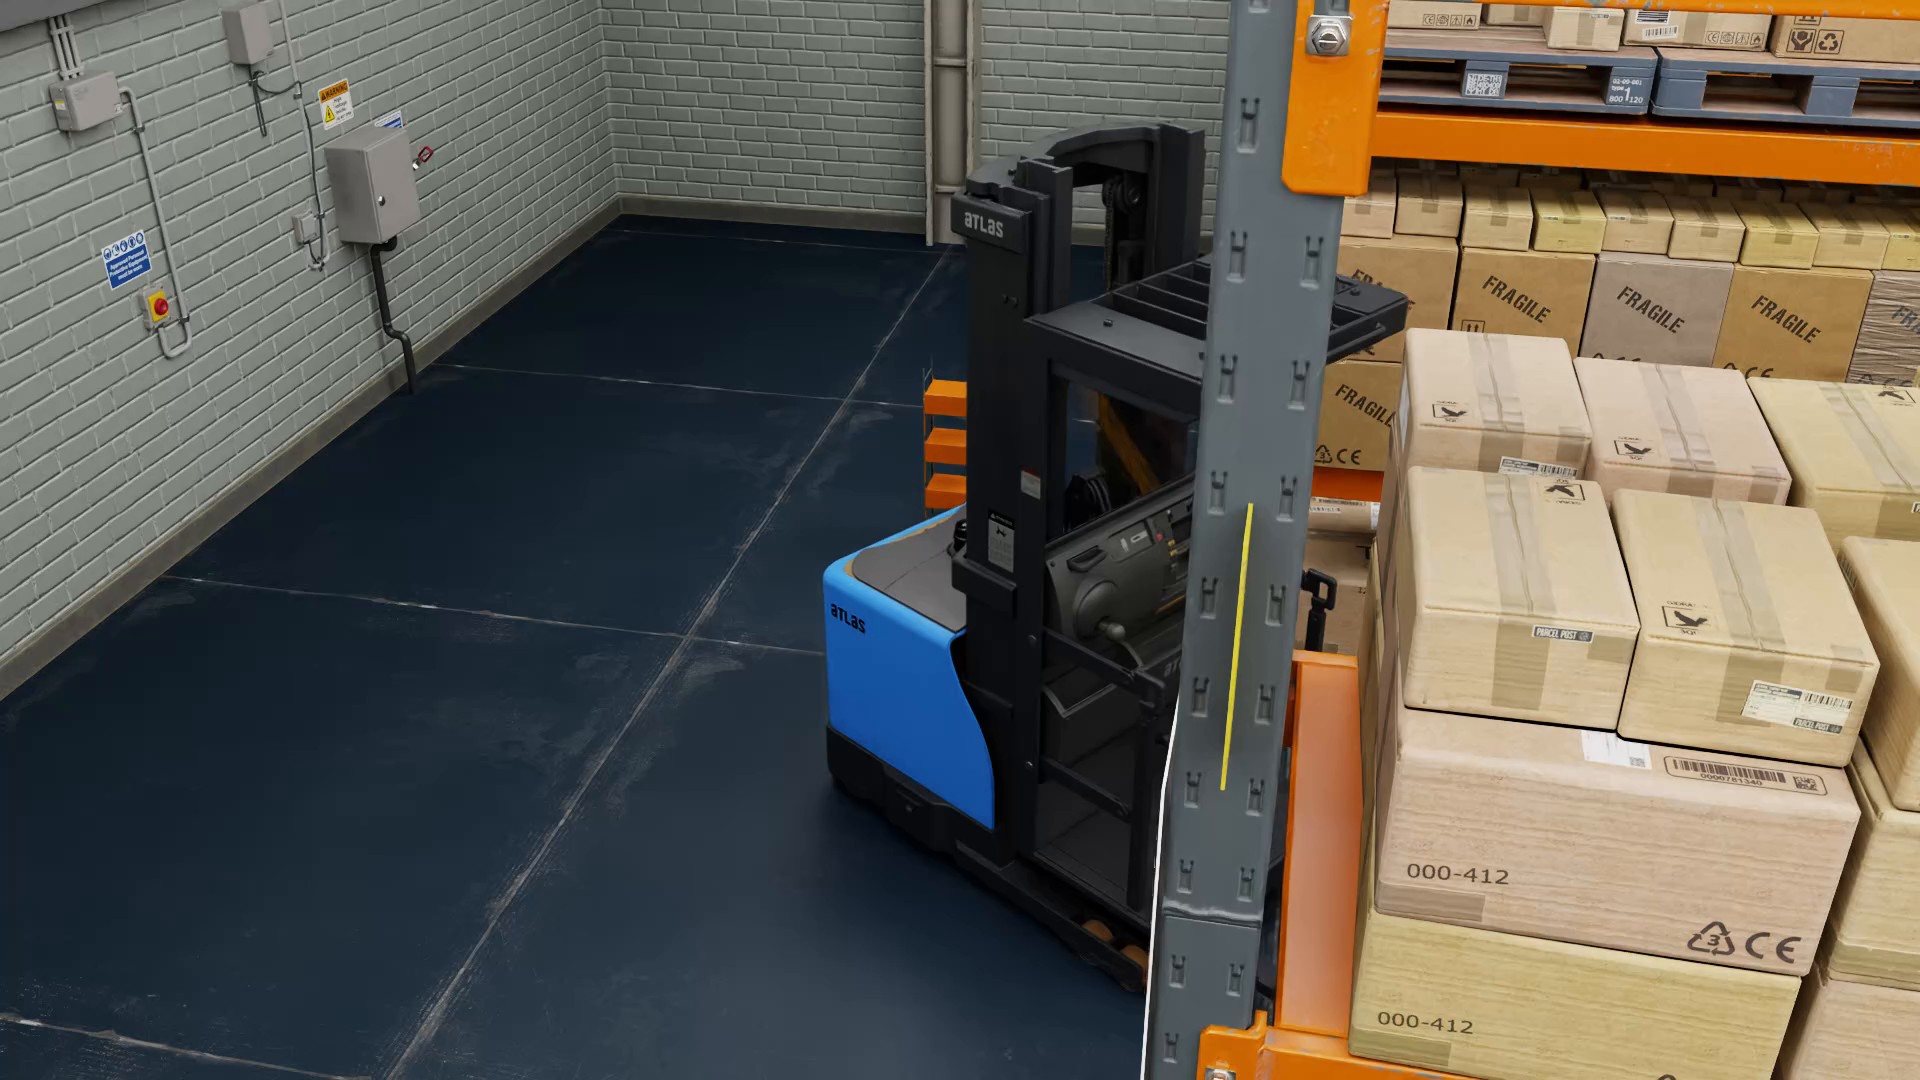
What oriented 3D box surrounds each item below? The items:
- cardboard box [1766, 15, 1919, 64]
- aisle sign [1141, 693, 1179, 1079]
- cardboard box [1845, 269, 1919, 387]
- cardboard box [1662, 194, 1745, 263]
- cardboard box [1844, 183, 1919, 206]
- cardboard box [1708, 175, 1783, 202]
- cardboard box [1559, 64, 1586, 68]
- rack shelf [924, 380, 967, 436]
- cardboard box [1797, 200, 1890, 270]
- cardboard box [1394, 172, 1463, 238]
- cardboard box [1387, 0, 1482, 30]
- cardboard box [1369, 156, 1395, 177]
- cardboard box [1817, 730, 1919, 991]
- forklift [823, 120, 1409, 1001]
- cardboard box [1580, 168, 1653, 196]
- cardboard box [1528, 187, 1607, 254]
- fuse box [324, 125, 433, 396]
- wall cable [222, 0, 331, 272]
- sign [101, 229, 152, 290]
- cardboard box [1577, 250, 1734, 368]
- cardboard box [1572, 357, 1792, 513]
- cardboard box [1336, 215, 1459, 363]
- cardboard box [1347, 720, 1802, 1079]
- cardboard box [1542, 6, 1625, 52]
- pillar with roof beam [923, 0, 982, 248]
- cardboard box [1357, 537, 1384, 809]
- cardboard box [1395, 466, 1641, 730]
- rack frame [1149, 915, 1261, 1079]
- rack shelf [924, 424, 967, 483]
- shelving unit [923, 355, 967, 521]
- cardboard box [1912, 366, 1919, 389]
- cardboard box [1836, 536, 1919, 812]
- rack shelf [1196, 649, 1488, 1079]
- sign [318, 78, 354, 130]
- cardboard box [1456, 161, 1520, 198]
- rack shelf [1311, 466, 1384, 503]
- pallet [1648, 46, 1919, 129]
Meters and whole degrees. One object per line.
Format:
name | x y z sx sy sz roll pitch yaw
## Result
cardboard box | 3.299 -2.083 6.162 0.500 0.500 0.500 6 29 11
aisle sign | 0.290 0.560 2.396 0.004 0.787 0.394 6 29 11
cardboard box | 3.757 -0.868 6.567 0.500 0.500 0.500 6 29 11
cardboard box | 2.914 -1.232 6.556 0.250 0.149 0.380 6 29 11
cardboard box | 3.757 -1.392 6.848 0.250 0.149 0.380 6 29 10
cardboard box | 3.264 -1.456 6.964 0.250 0.149 0.380 7 29 12
cardboard box | 4.246 -3.171 10.983 0.500 0.500 0.500 7 29 12
rack shelf | -0.052 -0.705 8.877 0.240 0.259 0.215 6 29 11
cardboard box | 3.423 -1.191 6.480 0.250 0.149 0.380 6 29 11
cardboard box | 1.919 -1.376 6.820 0.250 0.149 0.380 7 29 12
cardboard box | 1.818 -2.243 6.715 0.500 0.250 0.500 3 29 6
cardboard box | 1.752 -1.593 7.215 0.250 0.149 0.380 6 29 11
cardboard box | 1.310 0.316 2.062 0.500 0.250 0.500 6 29 10
forklift | 0.807 0.111 5.995 1.130 2.935 3.031 -25 37 -38
cardboard box | 2.754 -1.488 7.024 0.250 0.149 0.380 6 29 10
cardboard box | 2.411 -1.279 6.641 0.250 0.149 0.380 5 29 9
fuse box | -3.579 -1.729 10.626 0.414 1.711 0.539 6 29 11
wall cable | -3.876 -2.435 9.517 0.122 1.984 0.588 6 29 11
sign | -4.230 -1.424 8.447 0.001 0.218 0.327 6 29 11
cardboard box | 2.781 -0.972 6.756 0.500 0.500 0.500 6 29 10
cardboard box | 1.036 -0.121 2.444 0.250 0.149 0.380 6 29 11
cardboard box | 1.769 -1.068 6.933 0.500 0.500 0.500 5 29 9
cardboard box | 0.810 0.482 2.278 0.500 0.250 0.500 7 29 12
cardboard box | 2.375 -1.984 6.347 0.250 0.149 0.380 7 29 12
pillar with roof beam | -0.956 -4.403 7.921 0.400 9.000 9.100 6 29 11
cardboard box | 0.924 0.238 2.724 0.500 0.250 0.500 5 29 9
cardboard box | 0.693 0.062 2.109 0.250 0.149 0.380 6 29 10
rack frame | 0.424 1.567 3.264 0.127 3.000 1.000 6 29 11
rack shelf | -0.052 -0.457 9.013 0.240 0.259 0.215 6 29 11
shelving unit | -0.052 -0.466 9.008 0.252 1.050 0.215 6 29 11
cardboard box | 1.563 -0.110 2.424 0.250 0.149 0.380 6 29 11
cardboard box | 1.189 0.158 1.935 0.250 0.149 0.380 6 29 10
rack shelf | 2.380 0.767 2.350 4.000 0.370 1.077 6 29 11
sign | -3.793 -2.651 10.109 0.001 0.242 0.339 6 29 11
cardboard box | 2.275 -1.592 7.214 0.250 0.149 0.380 6 29 10
rack shelf | 3.315 -0.252 7.335 4.000 0.370 1.077 6 29 11
pallet | 3.283 -1.854 6.481 1.213 0.211 1.003 6 29 11
